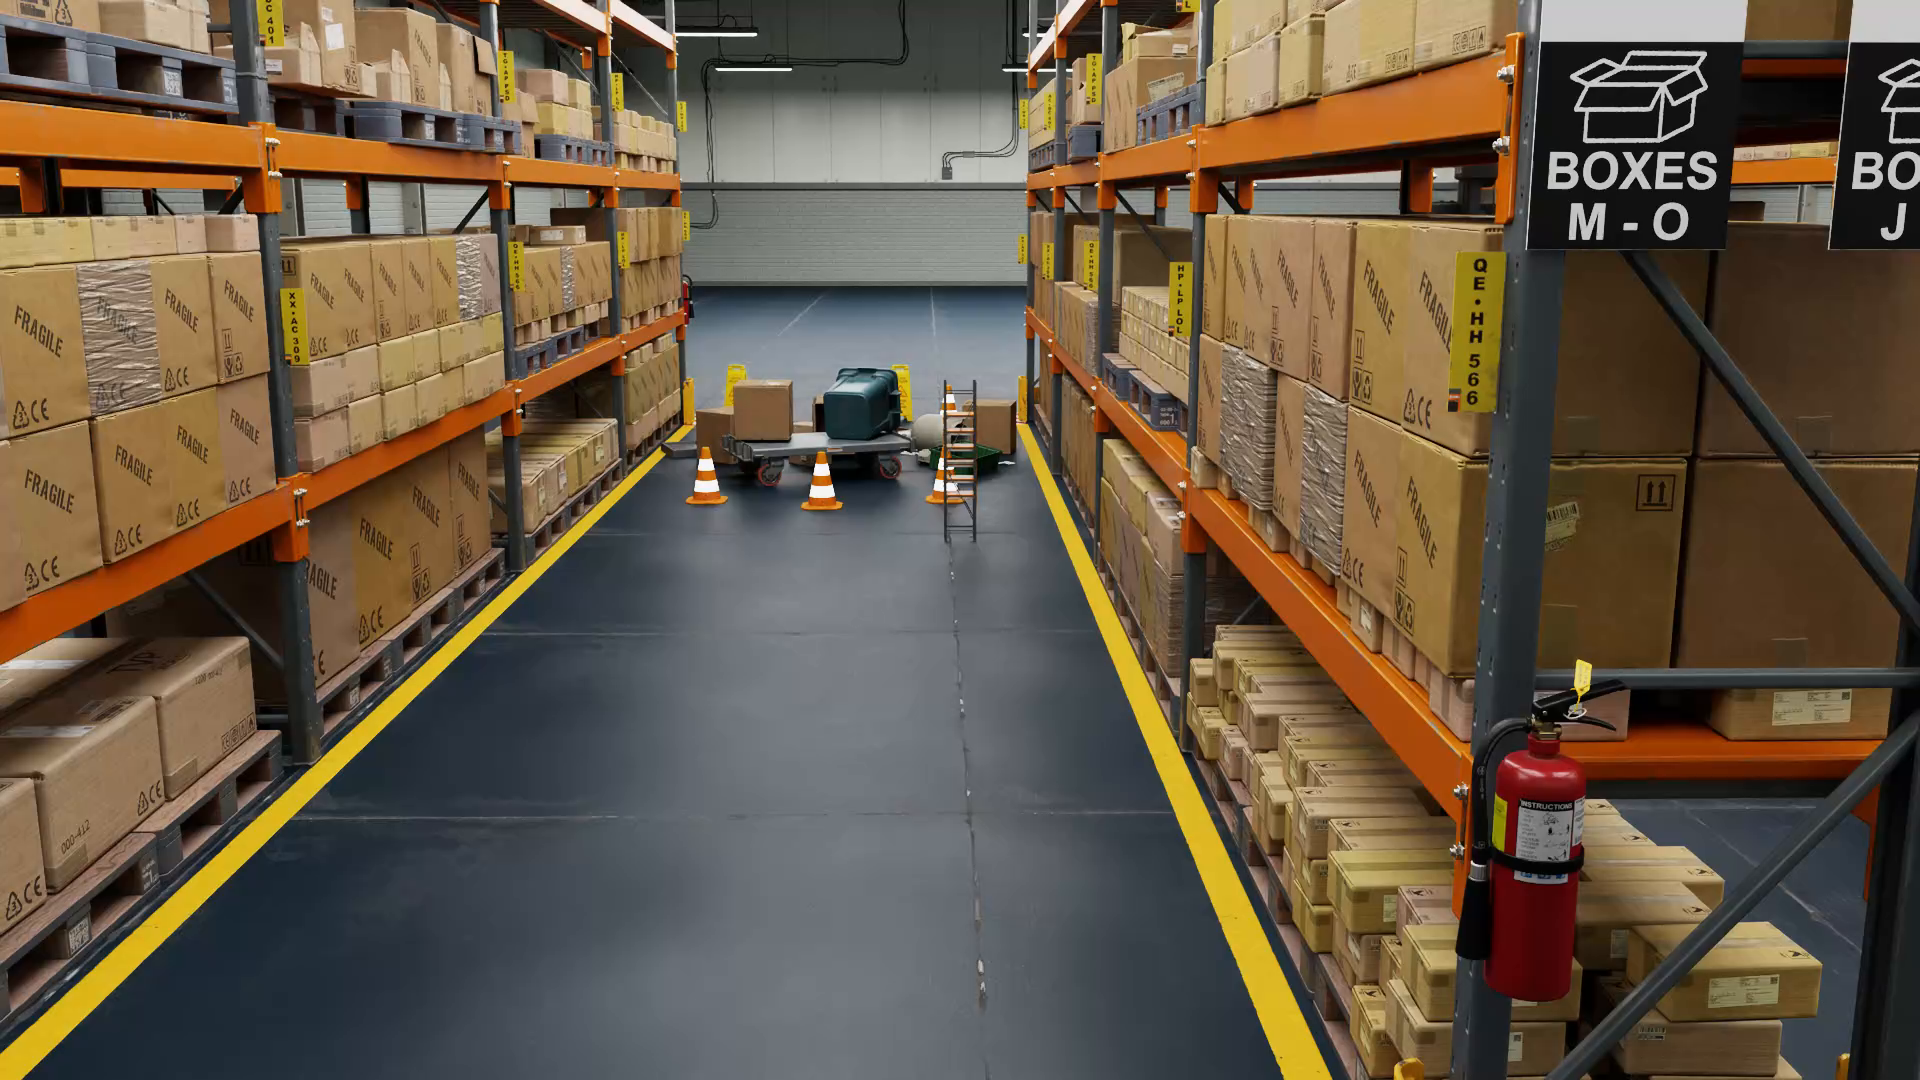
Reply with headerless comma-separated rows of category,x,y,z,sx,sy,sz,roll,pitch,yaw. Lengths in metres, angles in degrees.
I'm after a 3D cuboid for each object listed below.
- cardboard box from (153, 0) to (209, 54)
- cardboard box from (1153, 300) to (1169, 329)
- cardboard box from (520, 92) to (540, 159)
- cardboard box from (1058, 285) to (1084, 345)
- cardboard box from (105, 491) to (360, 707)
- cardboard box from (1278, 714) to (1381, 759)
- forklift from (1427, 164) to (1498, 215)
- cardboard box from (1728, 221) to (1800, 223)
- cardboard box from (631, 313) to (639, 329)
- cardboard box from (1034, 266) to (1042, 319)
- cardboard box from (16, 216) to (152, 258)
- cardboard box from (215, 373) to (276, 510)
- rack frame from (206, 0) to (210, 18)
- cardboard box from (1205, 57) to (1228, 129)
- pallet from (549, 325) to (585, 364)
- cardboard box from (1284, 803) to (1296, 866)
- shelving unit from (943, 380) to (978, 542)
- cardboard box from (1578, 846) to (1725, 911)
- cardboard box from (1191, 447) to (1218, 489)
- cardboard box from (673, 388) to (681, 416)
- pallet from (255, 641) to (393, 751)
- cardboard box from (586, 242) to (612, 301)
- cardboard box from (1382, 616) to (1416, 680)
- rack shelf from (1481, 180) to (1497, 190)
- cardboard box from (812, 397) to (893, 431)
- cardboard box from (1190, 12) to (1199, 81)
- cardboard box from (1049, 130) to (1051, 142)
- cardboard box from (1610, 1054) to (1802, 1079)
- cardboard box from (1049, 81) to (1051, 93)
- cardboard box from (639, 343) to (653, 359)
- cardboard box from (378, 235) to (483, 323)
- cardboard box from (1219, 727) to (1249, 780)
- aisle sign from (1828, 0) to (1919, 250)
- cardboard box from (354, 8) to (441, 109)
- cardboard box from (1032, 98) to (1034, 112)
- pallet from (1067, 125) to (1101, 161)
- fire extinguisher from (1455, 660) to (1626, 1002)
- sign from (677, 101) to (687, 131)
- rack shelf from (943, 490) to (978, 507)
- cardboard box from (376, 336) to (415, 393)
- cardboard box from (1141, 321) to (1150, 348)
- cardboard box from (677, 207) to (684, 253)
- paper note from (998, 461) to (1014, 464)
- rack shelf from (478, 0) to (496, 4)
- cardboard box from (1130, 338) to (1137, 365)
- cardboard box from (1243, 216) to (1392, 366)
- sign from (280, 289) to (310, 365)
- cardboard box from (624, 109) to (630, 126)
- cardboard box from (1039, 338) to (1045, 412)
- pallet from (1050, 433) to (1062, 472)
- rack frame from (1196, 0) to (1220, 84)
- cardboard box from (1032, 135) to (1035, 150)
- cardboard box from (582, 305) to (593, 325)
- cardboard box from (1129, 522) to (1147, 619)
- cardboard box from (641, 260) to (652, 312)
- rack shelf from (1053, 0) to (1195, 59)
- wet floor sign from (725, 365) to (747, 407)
cardboard box,-3.089,-1.986,6.292,0.396,0.266,0.258,0,11,1
cardboard box,1.288,-1.259,9.302,0.380,0.149,0.250,0,11,-2
cardboard box,-3.565,-3.072,12.353,0.797,0.503,0.637,0,11,-1
cardboard box,1.113,-1.927,14.261,0.500,0.500,0.500,0,11,-1
cardboard box,-3.515,0.259,8.024,0.875,0.875,0.875,0,11,1
cardboard box,1.366,0.737,5.999,0.380,0.149,0.250,-1,11,-4
forklift,4.059,-1.499,12.578,1.130,2.935,3.031,1,12,5
cardboard box,1.847,-0.574,4.329,0.500,0.500,0.500,0,11,0
cardboard box,-3.336,-2.136,16.176,0.380,0.149,0.250,0,11,1
cardboard box,1.249,-2.658,17.738,0.875,0.550,0.550,0,11,-1
cardboard box,-3.182,-1.097,6.026,0.380,0.149,0.250,0,11,-2
cardboard box,-3.157,-0.411,6.789,0.500,0.500,0.500,0,11,-1
rack frame,-8.632,-5.757,18.306,1.000,3.000,0.127,0,11,-1
cardboard box,1.271,-1.797,6.705,0.500,0.250,0.500,0,11,2
pallet,-3.586,-1.548,13.125,1.003,0.211,1.213,0,11,-1
cardboard box,1.289,0.986,5.520,0.380,0.149,0.250,0,11,2
shelving unit,0.000,-0.591,12.454,0.258,1.200,0.189,0,11,-1
cardboard box,1.933,0.991,4.748,0.380,0.149,0.250,0,11,-1
cardboard box,1.204,-0.313,7.188,0.380,0.149,0.250,0,11,1
cardboard box,-3.384,-1.532,18.428,0.500,0.250,0.500,0,11,-1
pallet,-3.513,0.760,8.280,1.003,0.211,1.213,0,11,-1
cardboard box,-3.348,-2.353,14.558,0.500,0.500,0.500,0,11,-2
cardboard box,1.331,0.262,4.357,0.380,0.149,0.250,0,11,-2
rack shelf,6.279,-3.599,17.021,1.077,0.370,4.000,0,11,-1
cardboard box,-1.102,-1.276,17.585,0.797,0.503,0.637,-10,15,-40
cardboard box,1.624,-2.528,8.613,0.797,0.503,0.637,0,11,-2
cardboard box,1.027,-3.807,15.558,0.380,0.149,0.250,0,11,0
cardboard box,1.917,1.387,4.290,0.380,0.149,0.250,0,11,0
cardboard box,1.028,-4.198,15.482,0.380,0.149,0.250,0,11,-1
cardboard box,-3.293,-1.886,16.654,0.380,0.149,0.250,0,11,2
cardboard box,-3.213,-1.584,10.054,0.500,0.500,0.500,0,11,0
cardboard box,1.274,0.874,6.823,0.380,0.149,0.250,0,11,-1
aisle sign,1.909,-0.959,3.204,0.394,0.787,0.004,0,11,-1
cardboard box,-3.178,-2.624,9.097,0.500,0.500,0.500,0,11,-1
cardboard box,0.976,-4.703,17.972,0.380,0.149,0.250,0,11,-2
pallet,1.376,-2.794,11.717,1.213,0.211,1.003,0,11,1
fire extinguisher,1.151,0.574,3.317,0.296,0.674,0.183,0,11,-1
sign,-3.115,-4.741,18.612,0.100,0.325,0.005,0,11,-1
rack shelf,0.000,-0.312,12.511,0.258,0.103,0.180,0,11,-1
cardboard box,-3.172,-0.917,8.656,0.500,0.250,0.500,0,11,0
cardboard box,1.278,-1.214,9.824,0.380,0.149,0.250,0,11,-1
cardboard box,-3.441,-3.423,18.371,0.700,0.500,0.500,-1,11,-3
paper note,0.440,-0.759,16.222,0.147,0.020,0.142,-10,15,-40
rack shelf,-3.463,-3.242,8.723,1.077,0.370,4.000,0,11,-1
cardboard box,1.261,-1.175,10.380,0.380,0.149,0.250,0,11,2
cardboard box,1.296,-0.884,5.860,0.500,0.500,0.500,0,11,0
sign,-2.867,-0.919,7.167,0.100,0.325,0.005,0,11,-1
cardboard box,-3.298,-3.949,15.563,0.380,0.149,0.250,-1,11,-3
cardboard box,1.357,-1.909,18.712,0.875,0.875,0.875,0,11,-1
pallet,1.422,-0.869,16.310,1.003,0.211,1.213,0,11,-1
rack frame,1.525,-3.434,6.851,1.000,3.000,0.127,0,11,-1
cardboard box,0.974,-4.311,18.043,0.380,0.149,0.250,0,11,-1
cardboard box,-3.263,-1.871,13.811,0.380,0.149,0.250,0,11,-1
cardboard box,1.241,0.176,9.380,0.500,0.500,0.500,0,11,-2
cardboard box,-3.349,-2.526,16.468,0.500,0.500,0.500,0,11,-2
rack shelf,1.401,-4.078,12.841,1.077,0.370,4.000,0,11,-1
wet floor sign,-2.604,-1.727,19.448,0.267,0.644,0.232,4,12,18
